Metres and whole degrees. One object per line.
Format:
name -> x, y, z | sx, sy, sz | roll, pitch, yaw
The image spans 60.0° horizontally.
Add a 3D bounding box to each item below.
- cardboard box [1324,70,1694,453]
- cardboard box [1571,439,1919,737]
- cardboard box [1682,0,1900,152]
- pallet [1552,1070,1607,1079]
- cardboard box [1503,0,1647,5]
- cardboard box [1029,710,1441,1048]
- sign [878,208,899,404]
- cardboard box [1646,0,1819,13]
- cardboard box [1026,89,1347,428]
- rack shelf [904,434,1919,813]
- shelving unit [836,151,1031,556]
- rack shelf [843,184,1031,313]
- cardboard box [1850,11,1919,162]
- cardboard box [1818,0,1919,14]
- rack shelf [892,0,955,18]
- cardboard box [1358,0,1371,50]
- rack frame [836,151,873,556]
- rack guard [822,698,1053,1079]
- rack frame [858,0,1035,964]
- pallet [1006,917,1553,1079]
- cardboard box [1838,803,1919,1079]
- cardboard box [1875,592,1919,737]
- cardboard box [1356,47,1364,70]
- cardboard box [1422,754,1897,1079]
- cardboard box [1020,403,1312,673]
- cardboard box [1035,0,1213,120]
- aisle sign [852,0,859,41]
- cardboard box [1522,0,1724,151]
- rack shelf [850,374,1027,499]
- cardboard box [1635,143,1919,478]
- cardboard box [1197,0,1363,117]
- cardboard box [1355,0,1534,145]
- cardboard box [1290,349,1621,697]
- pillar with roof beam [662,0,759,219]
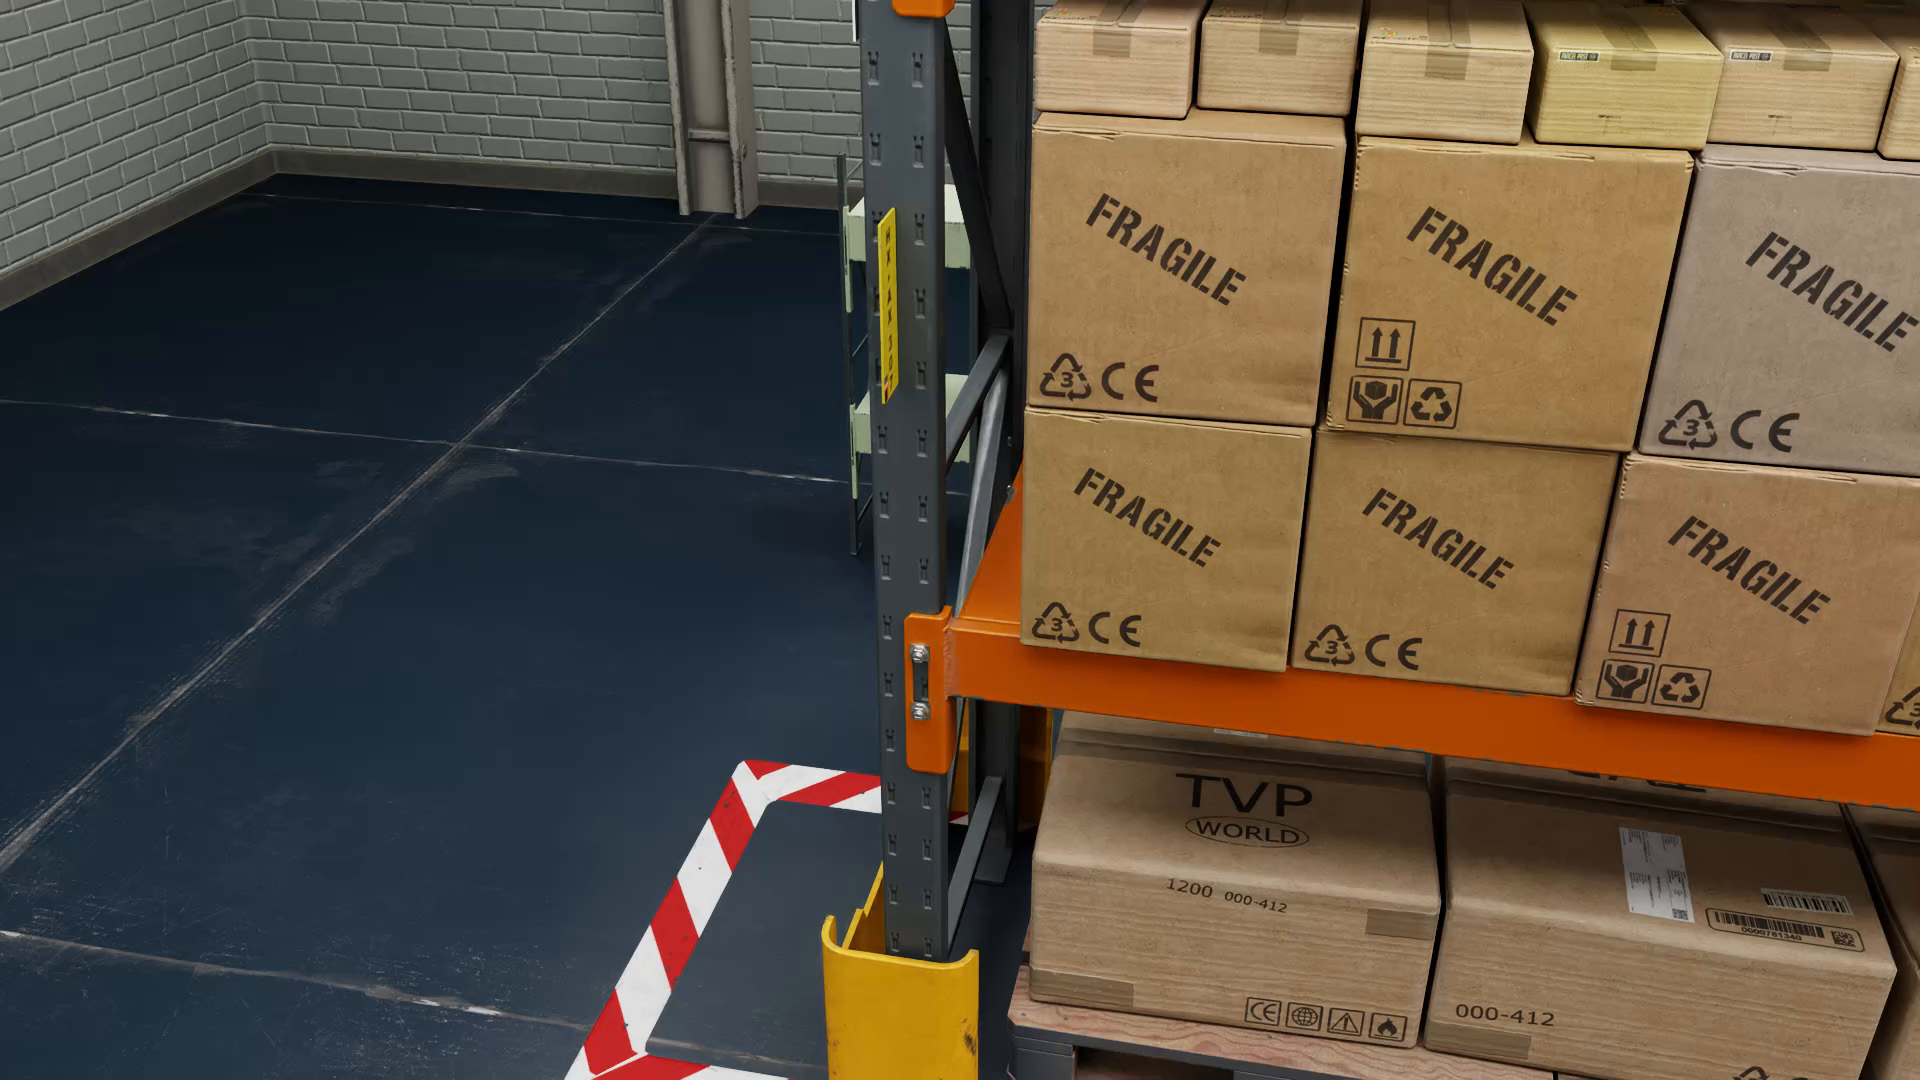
cardboard box -> 0.915, -0.500, 2.894 | 0.500, 0.500, 0.500 | 5, 29, 9
cardboard box -> 1.402, -0.012, 3.044 | 0.500, 0.500, 0.500 | 6, 29, 10
cardboard box -> 1.318, -0.757, 2.689 | 0.250, 0.149, 0.380 | 6, 29, 11
pallet -> 1.986, 1.142, 3.944 | 1.213, 0.211, 1.003 | 6, 29, 11
cardboard box -> 1.152, -1.028, 3.183 | 0.250, 0.149, 0.380 | 7, 29, 12
cardboard box -> 0.665, 0.711, 4.059 | 0.875, 0.438, 0.875 | 5, 29, 9
sign -> -0.124, -0.402, 2.878 | 0.005, 0.325, 0.100 | 6, 29, 11
cardboard box -> 1.393, -0.968, 3.074 | 0.250, 0.149, 0.380 | 6, 29, 10
cardboard box -> 0.408, -0.549, 2.983 | 0.500, 0.500, 0.500 | 5, 29, 9
rack shelf -> 1.954, 0.268, 3.386 | 4.000, 0.370, 1.077 | 6, 29, 11
shelving unit -> 0.007, -0.657, 5.889 | 0.755, 1.500, 0.431 | 6, 29, 11
rack shelf -> 0.007, -1.000, 5.701 | 0.720, 0.370, 0.431 | 6, 29, 11
cardboard box -> 1.553, -0.712, 2.607 | 0.250, 0.149, 0.380 | 6, 29, 11
cardboard box -> 1.650, -0.971, 3.079 | 0.250, 0.149, 0.380 | 7, 29, 12
rack shelf -> 1.954, -1.048, 2.665 | 4.000, 0.370, 1.077 | 6, 29, 11
cardboard box -> 0.914, -1.072, 3.265 | 0.250, 0.149, 0.380 | 6, 29, 10
rack frame -> -0.351, -0.694, 5.956 | 0.023, 1.500, 0.400 | 6, 29, 11
rack guard -> -0.025, 0.846, 4.184 | 0.348, 0.500, 1.175 | 6, 29, 11
rack frame -> -0.002, -0.248, 3.579 | 0.127, 3.000, 1.000 | 6, 29, 11
pallet -> 0.797, 1.019, 4.170 | 1.213, 0.211, 1.003 | 6, 29, 11
cardboard box -> 2.443, 0.890, 3.732 | 0.875, 0.438, 0.875 | 5, 29, 9
cardboard box -> 1.895, 0.031, 2.966 | 0.500, 0.500, 0.500 | 7, 29, 12
cardboard box -> 1.037, -0.755, 3.361 | 0.500, 0.500, 0.500 | 6, 29, 11
cardboard box -> 1.561, 0.799, 3.898 | 0.875, 0.438, 0.875 | 7, 29, 12
cardboard box -> 0.408, -0.109, 3.221 | 0.500, 0.500, 0.500 | 6, 29, 10
cardboard box -> 0.288, -0.849, 2.857 | 0.250, 0.149, 0.380 | 6, 29, 12
aisle sign -> -0.133, -1.259, 2.720 | 0.004, 0.787, 0.394 | 6, 29, 11
cardboard box -> 1.050, -0.759, 2.691 | 0.250, 0.149, 0.380 | 5, 29, 9
rack shelf -> 0.007, -0.371, 6.045 | 0.720, 0.370, 0.431 | 6, 29, 11
cardboard box -> 1.420, -0.452, 2.807 | 0.500, 0.500, 0.500 | 6, 29, 10
cardboard box -> 0.559, -0.856, 2.870 | 0.250, 0.149, 0.380 | 7, 29, 12
cardboard box -> 0.789, -0.777, 2.724 | 0.250, 0.149, 0.380 | 7, 29, 12
cardboard box -> 0.908, -0.071, 3.152 | 0.500, 0.500, 0.500 | 5, 29, 10
pillar with roof beam -> -2.316, -3.883, 3.972 | 0.400, 9.000, 9.100 | 6, 29, 11
